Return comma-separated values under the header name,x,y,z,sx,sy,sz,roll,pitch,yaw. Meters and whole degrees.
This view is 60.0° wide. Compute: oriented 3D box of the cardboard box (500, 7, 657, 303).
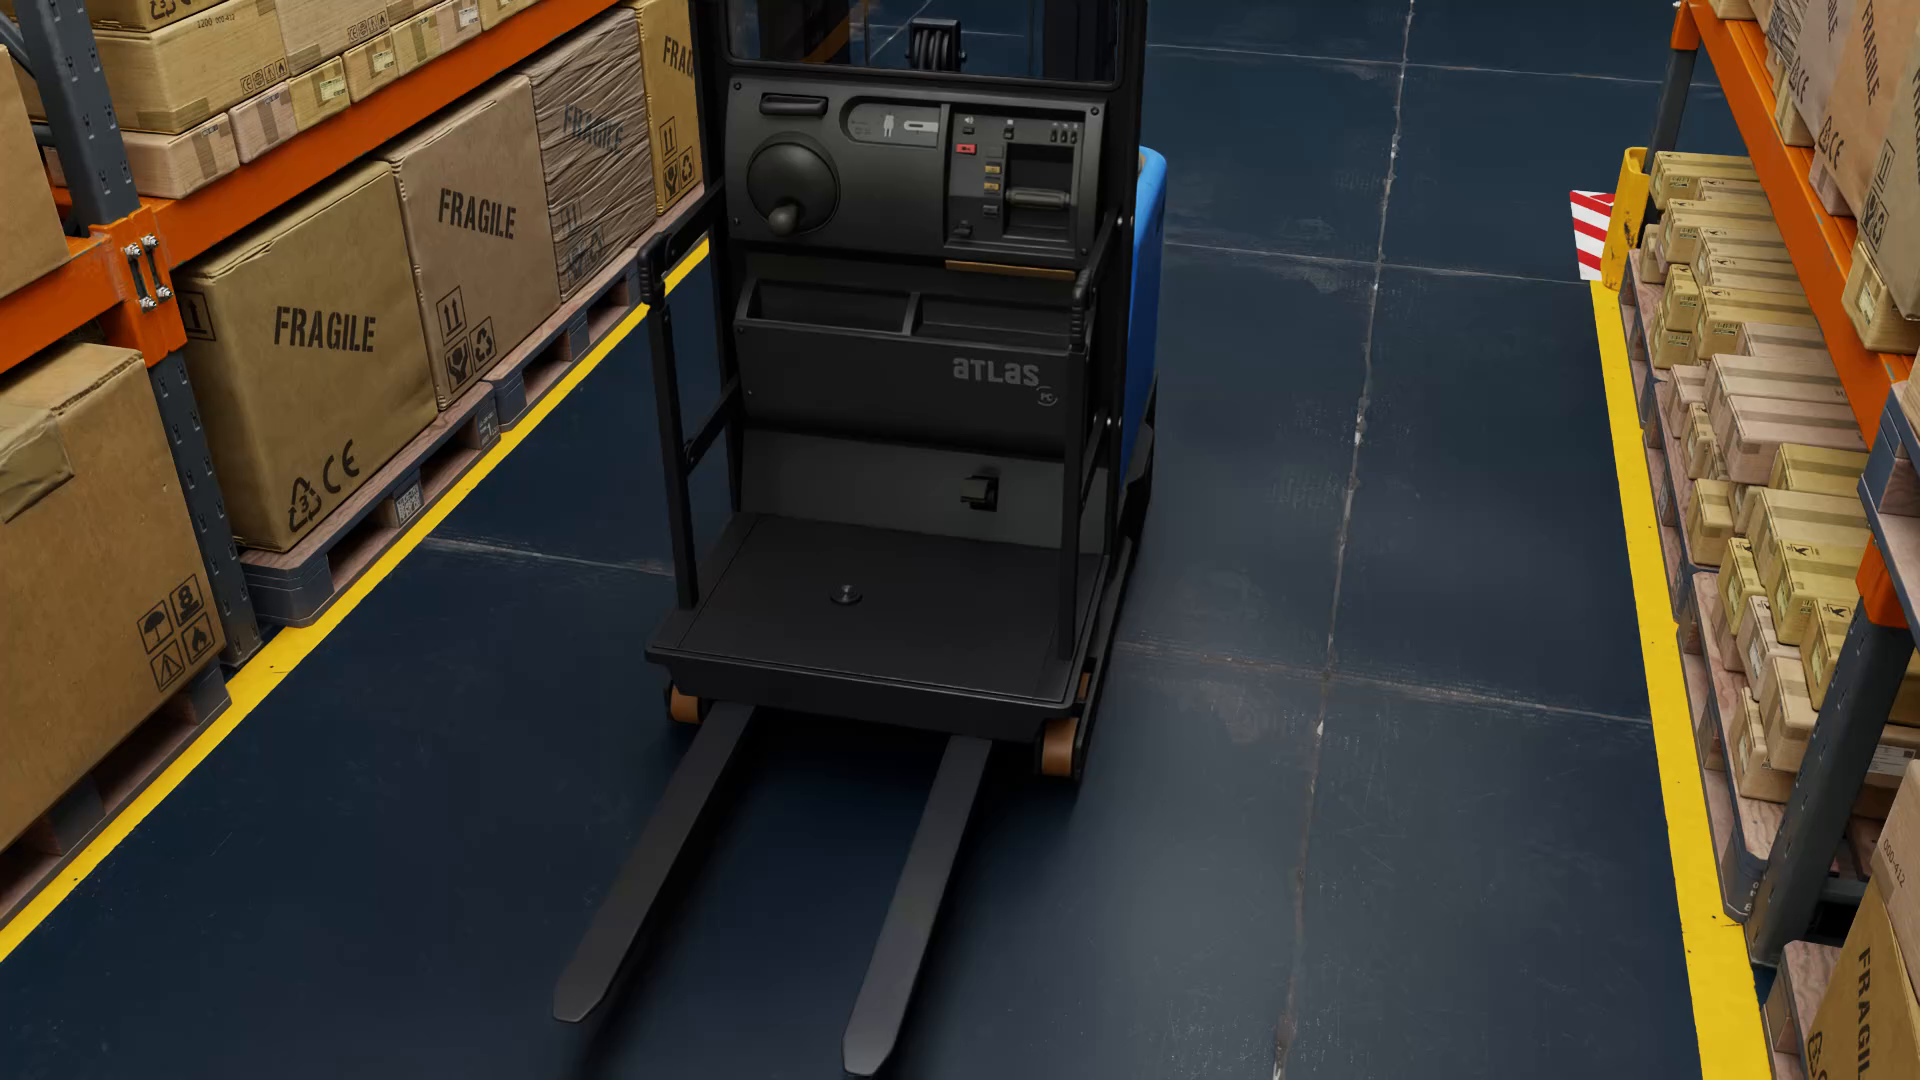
name,x,y,z,sx,sy,sz,roll,pitch,yaw
cardboard box,-1.797,-1.539,6.465,0.875,0.875,0.875,8,33,12

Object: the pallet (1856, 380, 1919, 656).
name,x,y,z,sx,sy,sz,roll,pitch,yaw
pallet,1.942,0.187,2.338,1.003,0.211,1.213,8,33,12

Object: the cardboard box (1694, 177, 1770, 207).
name,x,y,z,sx,sy,sz,roll,pitch,yaw
cardboard box,2.876,-1.186,6.032,0.380,0.149,0.250,9,33,13

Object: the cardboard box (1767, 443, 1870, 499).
name,x,y,z,sx,sy,sz,roll,pitch,yaw
cardboard box,2.339,-0.108,4.335,0.380,0.149,0.250,9,34,14

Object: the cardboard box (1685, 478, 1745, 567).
name,x,y,z,sx,sy,sz,roll,pitch,yaw
cardboard box,2.309,-0.032,4.770,0.380,0.149,0.250,8,33,12

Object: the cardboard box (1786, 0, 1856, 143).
name,x,y,z,sx,sy,sz,roll,pitch,yaw
cardboard box,2.386,-1.255,4.058,0.500,0.500,0.500,8,33,12

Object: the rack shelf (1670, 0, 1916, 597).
name,x,y,z,sx,sy,sz,roll,pitch,yaw
rack shelf,2.784,-1.005,4.705,1.077,0.370,4.000,8,33,12

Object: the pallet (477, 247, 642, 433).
name,x,y,z,sx,sy,sz,roll,pitch,yaw
pallet,-1.919,-0.841,6.375,1.003,0.211,1.213,8,33,12

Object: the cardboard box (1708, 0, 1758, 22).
name,x,y,z,sx,sy,sz,roll,pitch,yaw
cardboard box,2.748,-1.847,5.593,0.380,0.149,0.250,7,33,11

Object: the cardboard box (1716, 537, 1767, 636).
name,x,y,z,sx,sy,sz,roll,pitch,yaw
cardboard box,2.156,0.139,4.223,0.380,0.149,0.250,7,33,11

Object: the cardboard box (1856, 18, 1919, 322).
name,x,y,z,sx,sy,sz,roll,pitch,yaw
cardboard box,2.126,-0.728,3.228,0.500,0.500,0.500,8,33,12

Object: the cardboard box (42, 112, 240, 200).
name,x,y,z,sx,sy,sz,roll,pitch,yaw
cardboard box,-2.099,-1.001,4.262,0.380,0.149,0.250,8,33,12

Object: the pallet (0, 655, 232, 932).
name,x,y,z,sx,sy,sz,roll,pitch,yaw
pallet,-2.619,0.589,4.127,1.003,0.211,1.213,8,33,12

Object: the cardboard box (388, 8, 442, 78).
name,x,y,z,sx,sy,sz,roll,pitch,yaw
cardboard box,-1.836,-1.543,5.116,0.380,0.149,0.250,8,33,12

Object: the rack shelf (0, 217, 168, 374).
name,x,y,z,sx,sy,sz,roll,pitch,yaw
rack shelf,-3.003,0.343,2.585,1.077,0.370,4.000,8,33,12

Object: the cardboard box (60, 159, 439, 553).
name,x,y,z,sx,sy,sz,roll,pitch,yaw
cardboard box,-2.251,-0.610,5.003,0.875,0.875,0.875,8,33,12

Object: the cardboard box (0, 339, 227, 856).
name,x,y,z,sx,sy,sz,roll,pitch,yaw
cardboard box,-2.639,0.056,3.955,1.225,0.875,0.875,8,33,13

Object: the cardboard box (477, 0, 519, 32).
name,x,y,z,sx,sy,sz,roll,pitch,yaw
cardboard box,-1.705,-1.810,5.535,0.380,0.149,0.250,7,33,11

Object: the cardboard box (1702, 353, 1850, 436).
name,x,y,z,sx,sy,sz,roll,pitch,yaw
cardboard box,2.375,-0.403,4.799,0.380,0.149,0.250,7,33,11

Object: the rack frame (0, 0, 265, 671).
name,x,y,z,sx,sy,sz,roll,pitch,yaw
rack frame,-2.496,-0.998,4.024,1.000,3.000,0.127,8,33,12

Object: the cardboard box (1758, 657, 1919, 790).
name,x,y,z,sx,sy,sz,roll,pitch,yaw
cardboard box,2.049,0.423,3.777,0.380,0.149,0.250,9,33,13

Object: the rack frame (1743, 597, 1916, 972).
name,x,y,z,sx,sy,sz,roll,pitch,yaw
rack frame,2.276,-0.271,2.880,1.000,3.000,0.127,8,33,12

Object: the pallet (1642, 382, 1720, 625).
name,x,y,z,sx,sy,sz,roll,pitch,yaw
pallet,2.720,-0.082,5.183,1.003,0.211,1.213,8,33,12

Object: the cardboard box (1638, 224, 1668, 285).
name,x,y,z,sx,sy,sz,roll,pitch,yaw
cardboard box,2.849,-1.092,6.438,0.380,0.149,0.250,9,33,13

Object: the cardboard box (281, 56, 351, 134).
name,x,y,z,sx,sy,sz,roll,pitch,yaw
cardboard box,-1.966,-1.274,4.692,0.380,0.149,0.250,9,34,14

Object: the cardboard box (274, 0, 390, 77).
name,x,y,z,sx,sy,sz,roll,pitch,yaw
cardboard box,-1.992,-1.526,4.717,0.500,0.250,0.500,8,33,12

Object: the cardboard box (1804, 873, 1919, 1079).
name,x,y,z,sx,sy,sz,roll,pitch,yaw
cardboard box,1.832,0.954,2.891,0.500,0.500,0.500,9,34,14

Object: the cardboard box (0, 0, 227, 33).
name,x,y,z,sx,sy,sz,roll,pitch,yaw
cardboard box,-2.127,-1.591,4.120,0.500,0.500,0.500,8,33,12

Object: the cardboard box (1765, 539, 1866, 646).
name,x,y,z,sx,sy,sz,roll,pitch,yaw
cardboard box,2.141,0.146,3.935,0.380,0.149,0.250,8,33,13

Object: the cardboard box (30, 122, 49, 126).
name,x,y,z,sx,sy,sz,roll,pitch,yaw
cardboard box,-2.670,-1.229,4.621,0.380,0.149,0.250,9,33,13

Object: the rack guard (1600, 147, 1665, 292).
name,x,y,z,sx,sy,sz,roll,pitch,yaw
rack guard,3.272,-1.252,6.753,1.175,0.500,0.348,8,33,12

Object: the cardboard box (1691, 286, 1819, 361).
name,x,y,z,sx,sy,sz,roll,pitch,yaw
cardboard box,2.515,-0.660,5.204,0.380,0.149,0.250,9,33,13

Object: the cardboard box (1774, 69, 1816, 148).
name,x,y,z,sx,sy,sz,roll,pitch,yaw
cardboard box,2.450,-1.166,4.522,0.380,0.149,0.250,9,33,13

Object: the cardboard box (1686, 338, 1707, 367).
name,x,y,z,sx,sy,sz,roll,pitch,yaw
cardboard box,2.662,-0.552,5.589,0.380,0.149,0.250,8,33,12

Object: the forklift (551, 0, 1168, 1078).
name,x,y,z,sx,sy,sz,roll,pitch,yaw
forklift,-0.163,-0.846,3.848,1.130,2.935,3.031,7,33,11

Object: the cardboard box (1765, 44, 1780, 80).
name,x,y,z,sx,sy,sz,roll,pitch,yaw
cardboard box,2.632,-1.432,4.941,0.380,0.149,0.250,7,33,11

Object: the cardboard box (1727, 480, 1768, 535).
name,x,y,z,sx,sy,sz,roll,pitch,yaw
cardboard box,2.361,-0.112,4.619,0.380,0.149,0.250,9,33,14

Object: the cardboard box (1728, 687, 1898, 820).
name,x,y,z,sx,sy,sz,roll,pitch,yaw
cardboard box,2.046,0.505,3.925,0.380,0.149,0.250,8,33,13

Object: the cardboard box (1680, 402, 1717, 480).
name,x,y,z,sx,sy,sz,roll,pitch,yaw
cardboard box,2.469,-0.288,5.172,0.380,0.149,0.250,8,33,12

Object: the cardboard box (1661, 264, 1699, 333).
name,x,y,z,sx,sy,sz,roll,pitch,yaw
cardboard box,2.639,-0.817,5.728,0.380,0.149,0.250,9,34,14

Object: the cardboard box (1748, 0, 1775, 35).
name,x,y,z,sx,sy,sz,roll,pitch,yaw
cardboard box,2.663,-1.785,4.891,0.500,0.500,0.500,8,33,13

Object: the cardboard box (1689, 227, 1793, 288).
name,x,y,z,sx,sy,sz,roll,pitch,yaw
cardboard box,2.705,-0.933,5.633,0.380,0.149,0.250,6,33,10

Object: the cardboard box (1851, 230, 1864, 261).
name,x,y,z,sx,sy,sz,roll,pitch,yaw
cardboard box,2.208,-0.624,3.669,0.380,0.149,0.250,9,34,14
